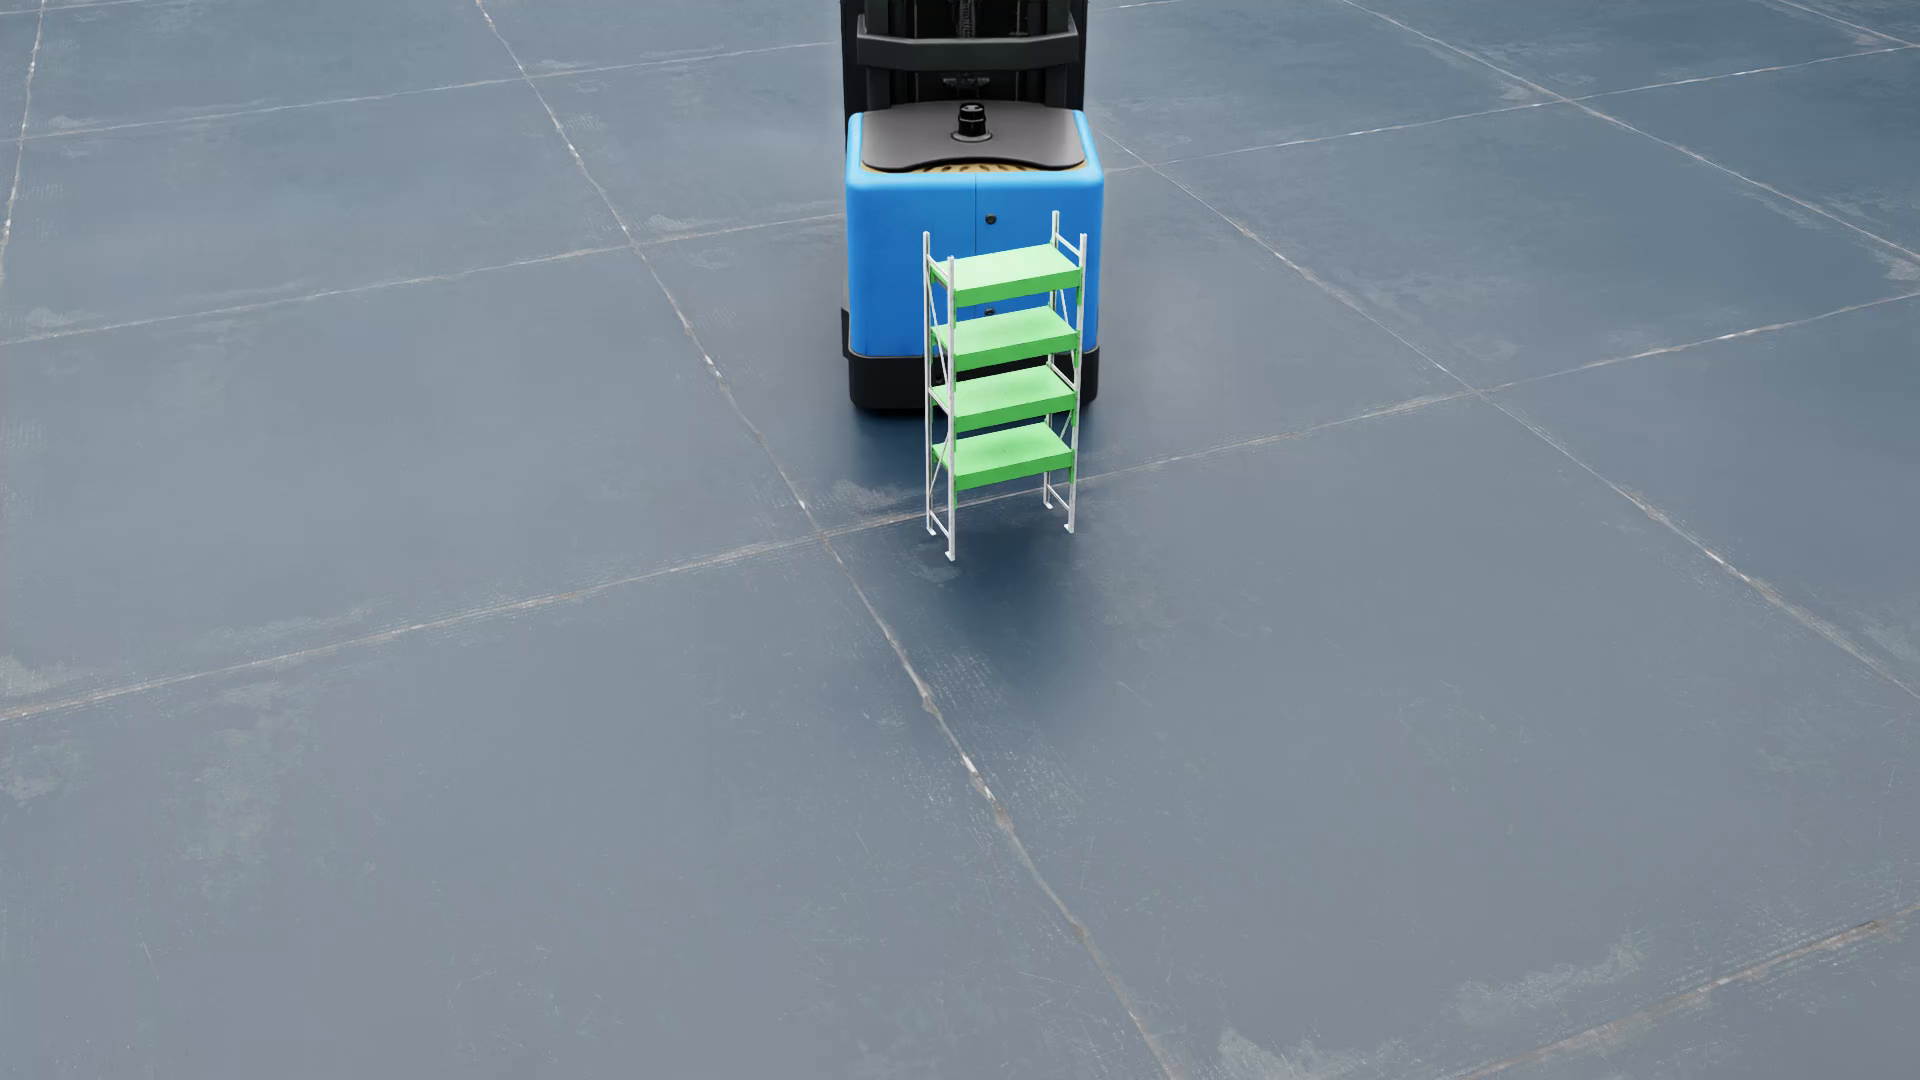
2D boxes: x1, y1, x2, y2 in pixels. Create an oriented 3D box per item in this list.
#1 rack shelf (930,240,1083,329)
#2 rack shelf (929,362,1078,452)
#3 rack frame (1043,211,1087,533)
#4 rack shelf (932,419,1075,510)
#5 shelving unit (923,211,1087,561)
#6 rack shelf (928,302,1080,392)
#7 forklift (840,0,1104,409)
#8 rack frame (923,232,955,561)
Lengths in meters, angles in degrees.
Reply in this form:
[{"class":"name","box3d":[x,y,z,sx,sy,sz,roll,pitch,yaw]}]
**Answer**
[{"class":"rack shelf","box3d":[0.153,-0.887,5.750,0.480,0.148,0.258,-13,35,-19]},{"class":"rack shelf","box3d":[0.153,-0.484,6.011,0.480,0.148,0.258,-13,35,-19]},{"class":"rack frame","box3d":[0.378,-0.589,6.056,0.015,1.200,0.240,-13,35,-19]},{"class":"rack shelf","box3d":[0.153,-0.283,6.142,0.480,0.148,0.258,-13,35,-19]},{"class":"shelving unit","box3d":[0.153,-0.538,5.976,0.503,1.200,0.258,-13,35,-19]},{"class":"rack shelf","box3d":[0.153,-0.685,5.880,0.480,0.148,0.258,-13,35,-19]},{"class":"forklift","box3d":[0.007,-2.550,7.481,1.130,2.935,3.031,-1,33,-2]},{"class":"rack frame","box3d":[-0.072,-0.486,5.897,0.015,1.200,0.240,-13,35,-19]}]
